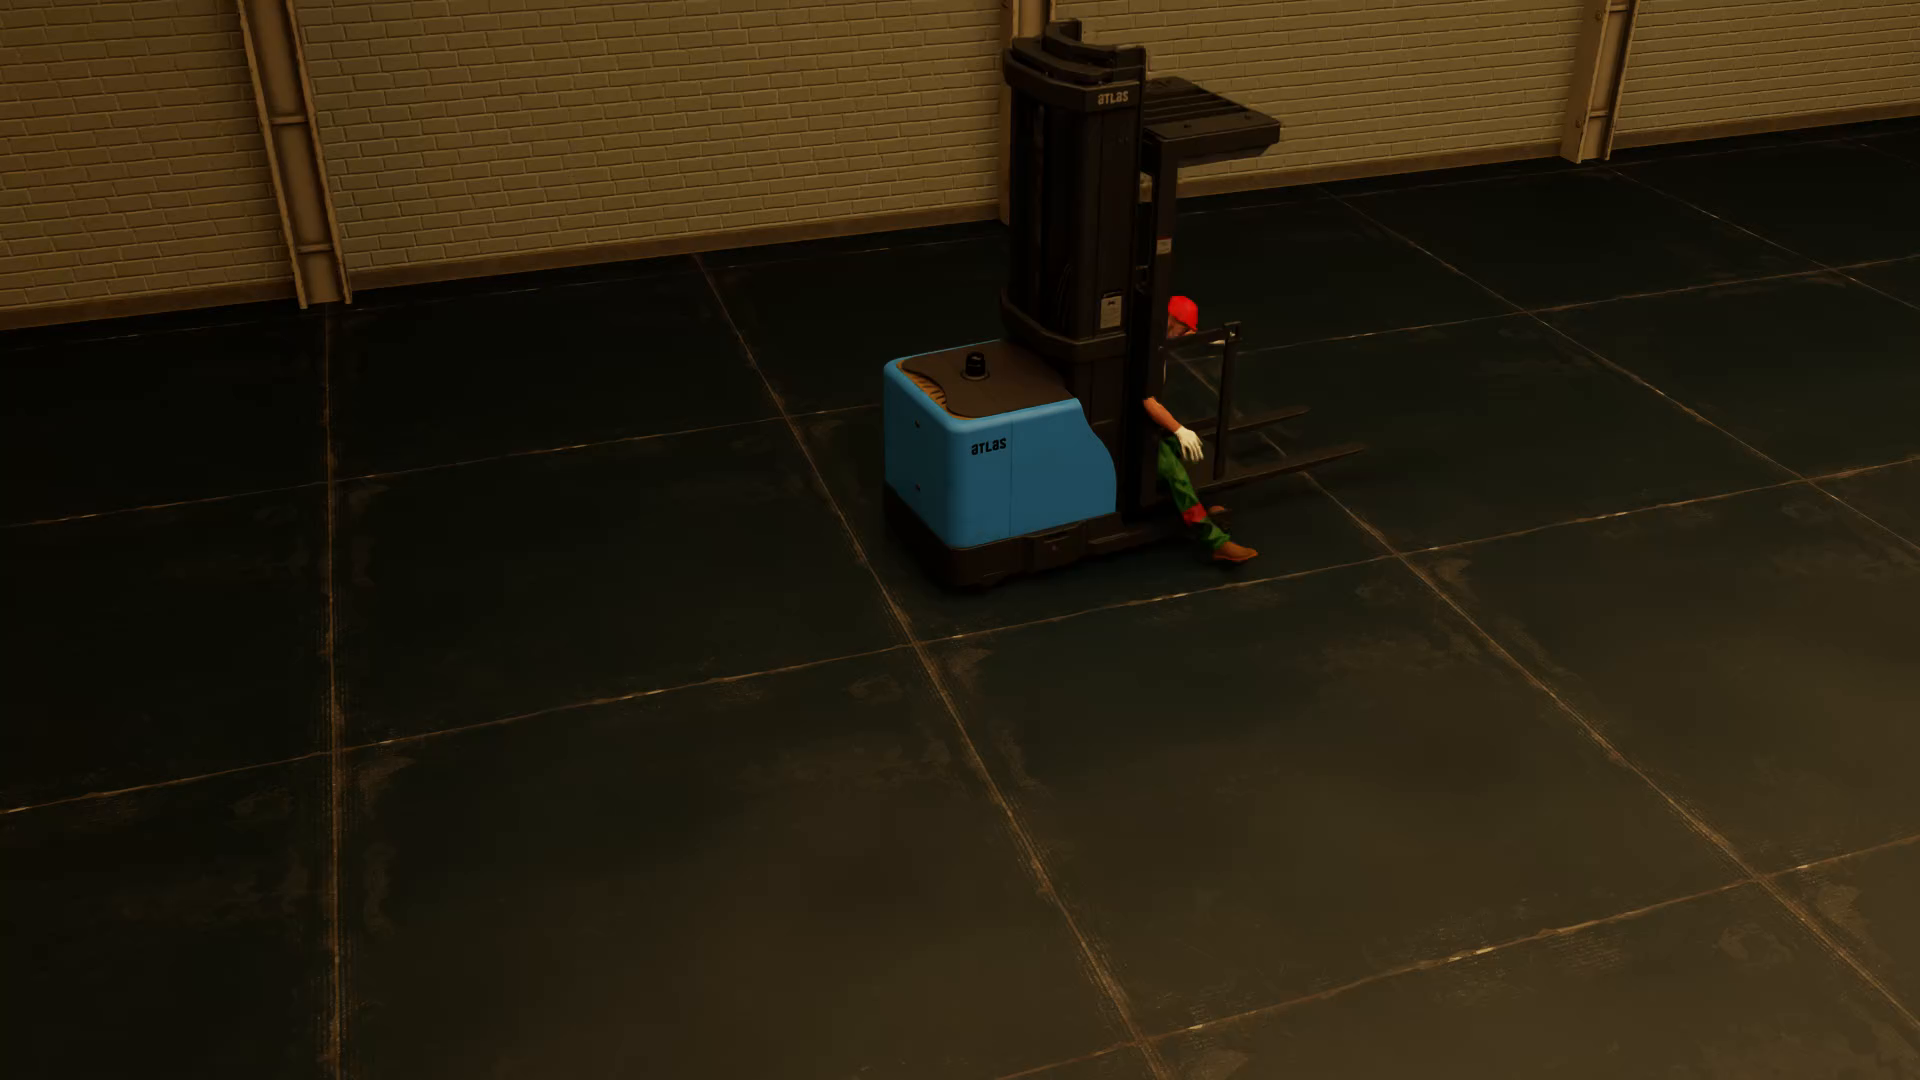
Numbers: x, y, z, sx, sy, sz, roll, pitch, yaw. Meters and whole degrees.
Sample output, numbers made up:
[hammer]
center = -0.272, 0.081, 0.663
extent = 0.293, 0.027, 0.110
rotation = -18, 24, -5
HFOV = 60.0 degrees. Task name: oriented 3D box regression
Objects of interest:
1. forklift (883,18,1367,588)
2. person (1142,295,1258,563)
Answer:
[forklift]
center = 1.092, -1.492, 9.681
extent = 3.031, 2.935, 1.130
rotation = -14, 33, -22
[person]
center = 1.346, -0.710, 9.802
extent = 1.024, 1.460, 1.042
rotation = 8, 31, 13
